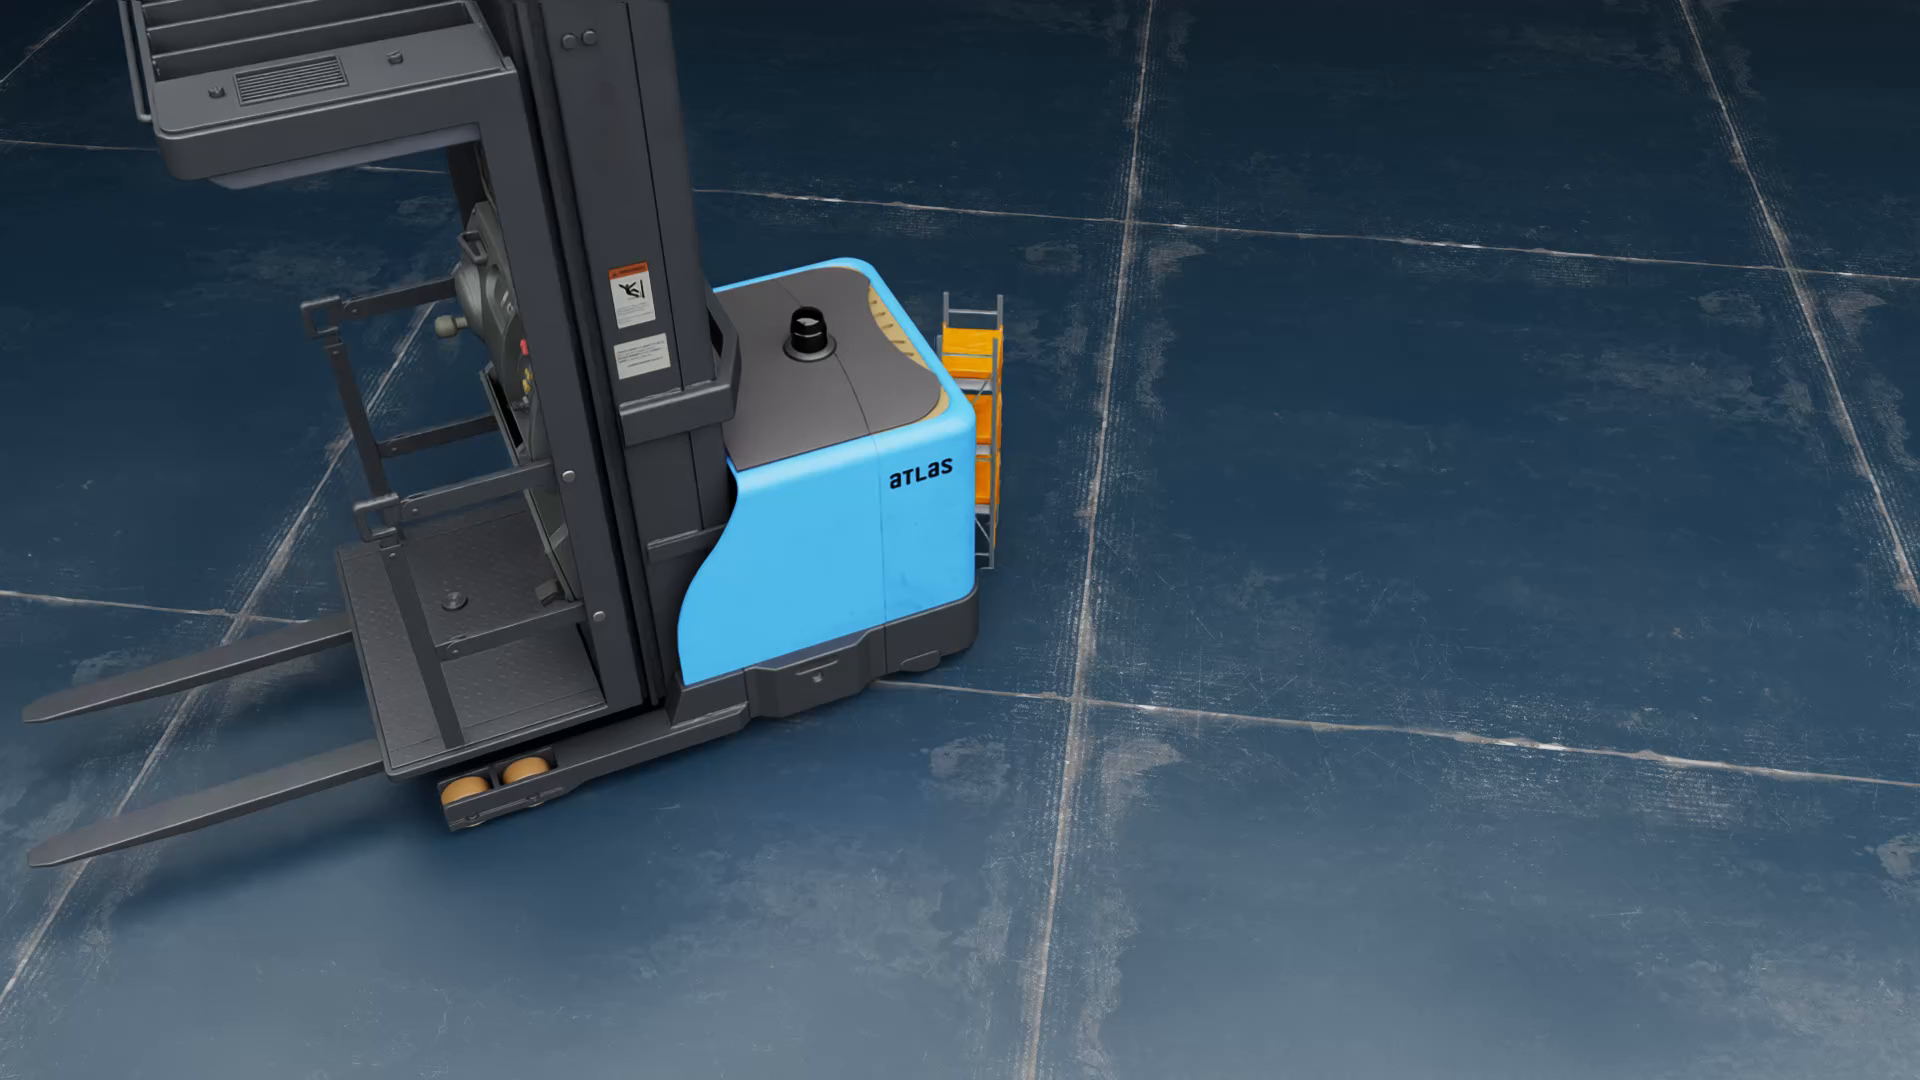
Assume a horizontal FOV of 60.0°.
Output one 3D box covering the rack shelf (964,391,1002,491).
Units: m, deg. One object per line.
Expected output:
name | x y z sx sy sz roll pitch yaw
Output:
rack shelf | 0.034 -0.356 5.877 0.215 0.259 0.240 3 44 3

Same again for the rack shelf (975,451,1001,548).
rack shelf | 0.034 -0.154 6.068 0.215 0.259 0.240 3 44 3

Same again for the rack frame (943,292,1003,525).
rack frame | 0.044 -0.447 5.958 0.200 1.050 0.008 3 44 3

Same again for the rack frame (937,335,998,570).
rack frame | 0.024 -0.280 5.782 0.200 1.050 0.008 3 44 3

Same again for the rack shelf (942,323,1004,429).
rack shelf | 0.034 -0.562 5.682 0.215 0.259 0.240 3 44 3

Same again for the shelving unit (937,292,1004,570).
shelving unit | 0.034 -0.363 5.870 0.215 1.050 0.252 3 44 3

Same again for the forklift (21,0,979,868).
forklift | -1.499 -0.568 4.718 3.031 2.935 1.130 -17 46 -17
